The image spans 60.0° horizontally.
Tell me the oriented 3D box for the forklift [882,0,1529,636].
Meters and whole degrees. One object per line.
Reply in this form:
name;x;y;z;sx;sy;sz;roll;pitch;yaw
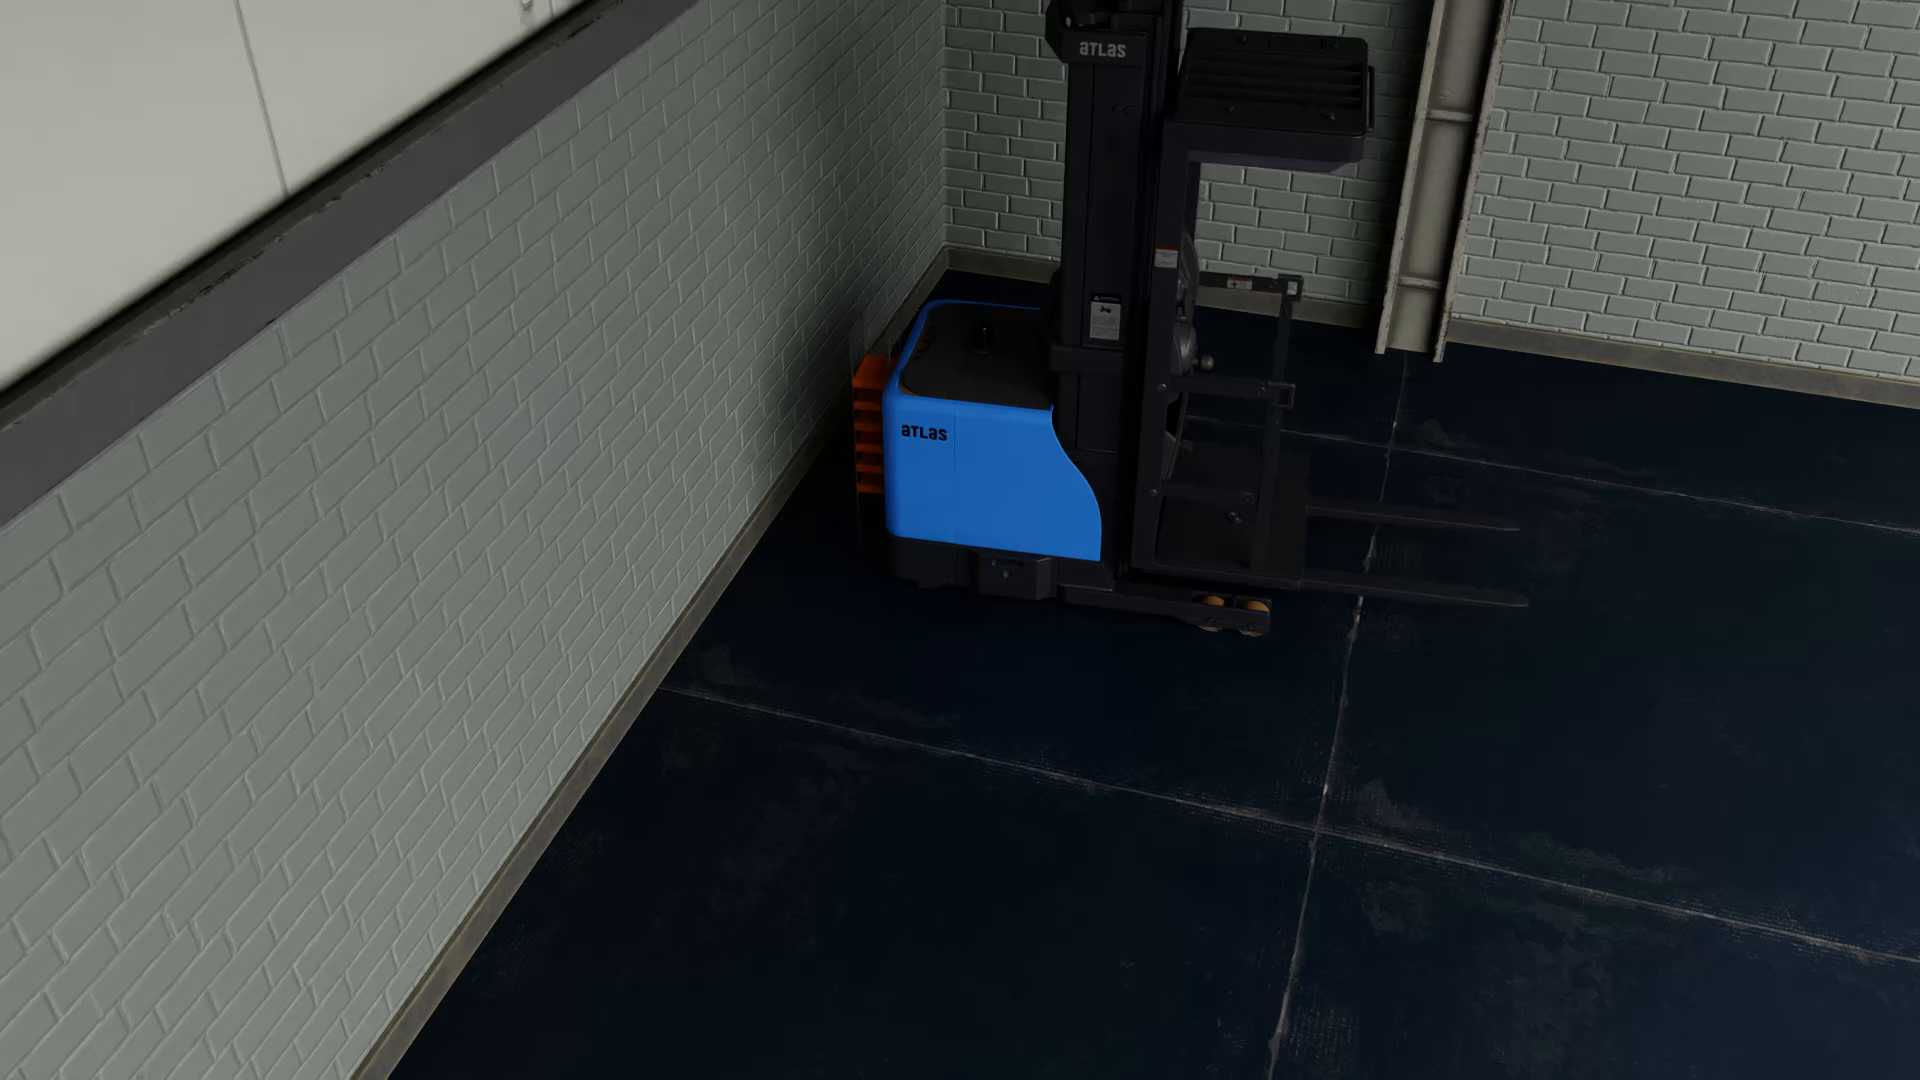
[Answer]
forklift;1.199;-1.073;7.420;3.031;2.935;1.130;7;37;9

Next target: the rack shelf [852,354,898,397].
rack shelf;-0.396;-0.782;7.954;0.180;0.103;0.258;7;37;9

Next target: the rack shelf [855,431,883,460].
rack shelf;-0.396;-0.493;8.167;0.180;0.103;0.258;7;37;9

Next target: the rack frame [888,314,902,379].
rack frame;-0.307;-0.518;8.126;0.006;1.200;0.240;7;37;9

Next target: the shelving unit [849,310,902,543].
shelving unit;-0.396;-0.528;8.141;0.189;1.200;0.258;7;37;9

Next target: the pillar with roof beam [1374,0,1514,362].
pillar with roof beam;1.431;-2.363;4.054;0.400;9.000;9.100;10;38;14

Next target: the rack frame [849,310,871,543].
rack frame;-0.486;-0.539;8.155;0.006;1.200;0.240;7;37;9

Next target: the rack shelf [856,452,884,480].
rack shelf;-0.396;-0.396;8.238;0.180;0.103;0.258;7;37;9

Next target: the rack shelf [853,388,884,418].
rack shelf;-0.396;-0.686;8.025;0.180;0.103;0.258;7;37;9

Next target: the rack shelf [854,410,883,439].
rack shelf;-0.396;-0.589;8.096;0.180;0.103;0.258;7;37;9

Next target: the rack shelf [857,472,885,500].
rack shelf;-0.396;-0.299;8.309;0.180;0.103;0.258;7;37;9
